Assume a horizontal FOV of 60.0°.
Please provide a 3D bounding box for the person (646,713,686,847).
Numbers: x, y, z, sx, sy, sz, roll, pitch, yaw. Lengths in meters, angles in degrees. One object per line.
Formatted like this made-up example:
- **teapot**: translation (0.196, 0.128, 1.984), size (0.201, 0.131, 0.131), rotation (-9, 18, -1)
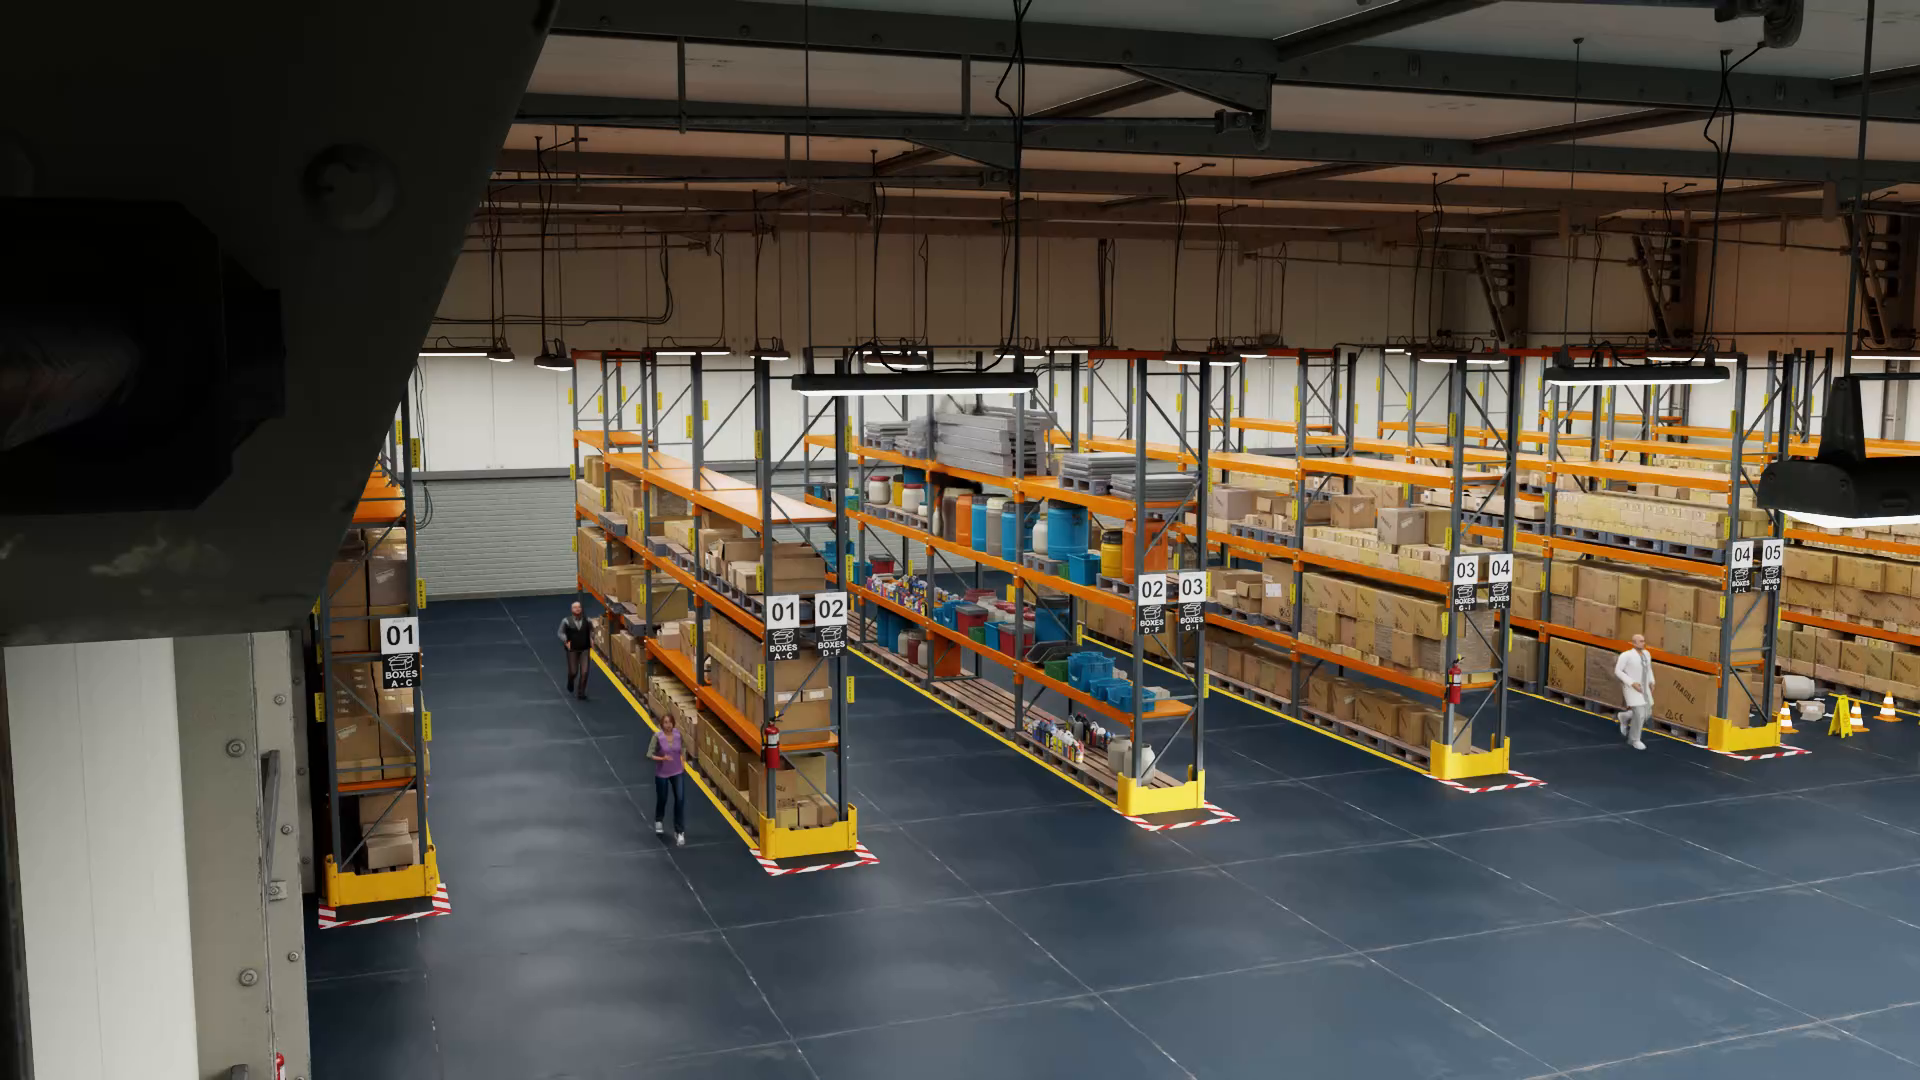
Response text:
- **person**: translation (-3.655, 2.967, 20.782), size (0.538, 1.635, 0.723), rotation (-3, 8, -20)

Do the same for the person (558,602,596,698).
- **person**: translation (-6.633, 1.912, 28.913), size (0.657, 1.670, 0.607), rotation (-3, 8, -24)

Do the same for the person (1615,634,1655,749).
- **person**: translation (10.356, 2.301, 25.597), size (0.741, 1.743, 0.668), rotation (-3, 8, -25)
